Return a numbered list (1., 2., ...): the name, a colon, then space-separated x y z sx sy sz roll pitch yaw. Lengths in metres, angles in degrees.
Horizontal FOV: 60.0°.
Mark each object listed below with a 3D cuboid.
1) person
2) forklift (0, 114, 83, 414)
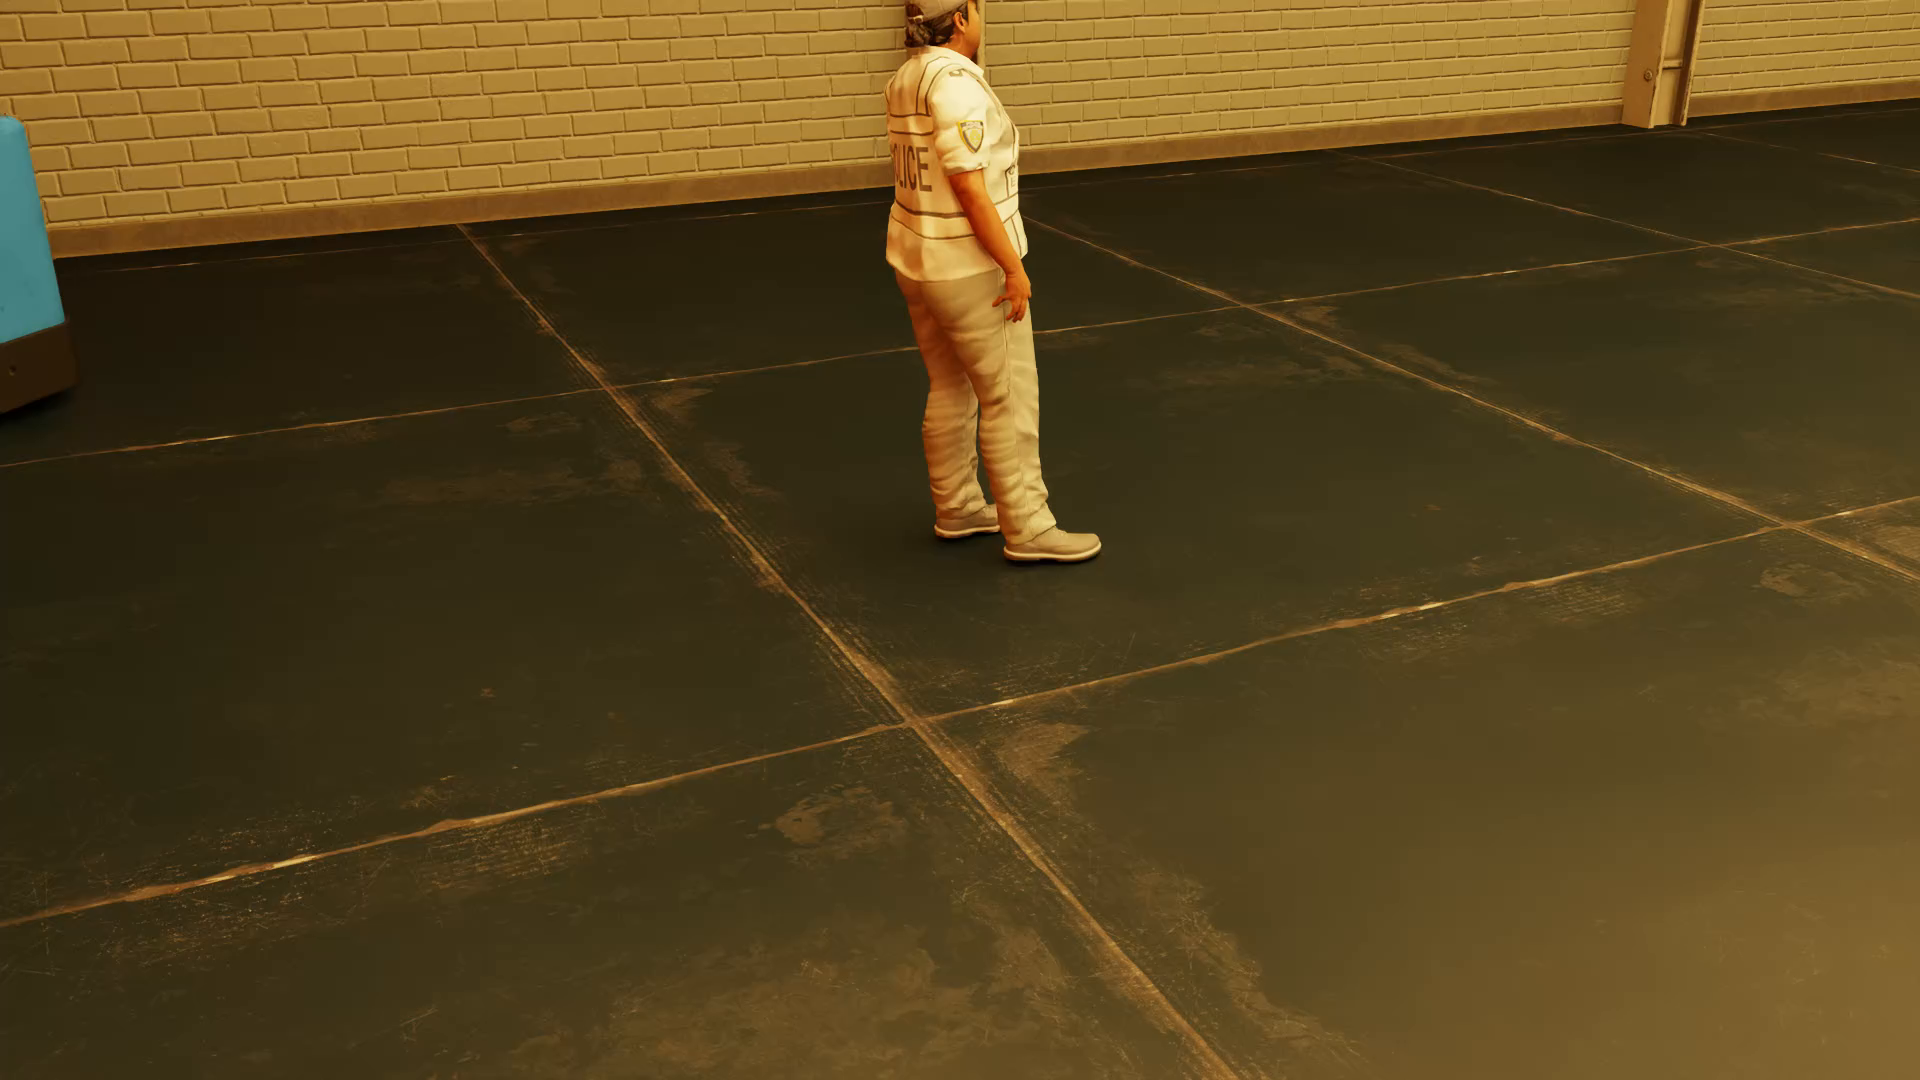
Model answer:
1. person: 0.079 -0.782 4.795 0.529 1.670 0.598 -10 25 -23
2. forklift: -4.940 -1.880 5.811 3.031 2.935 1.130 6 23 15
